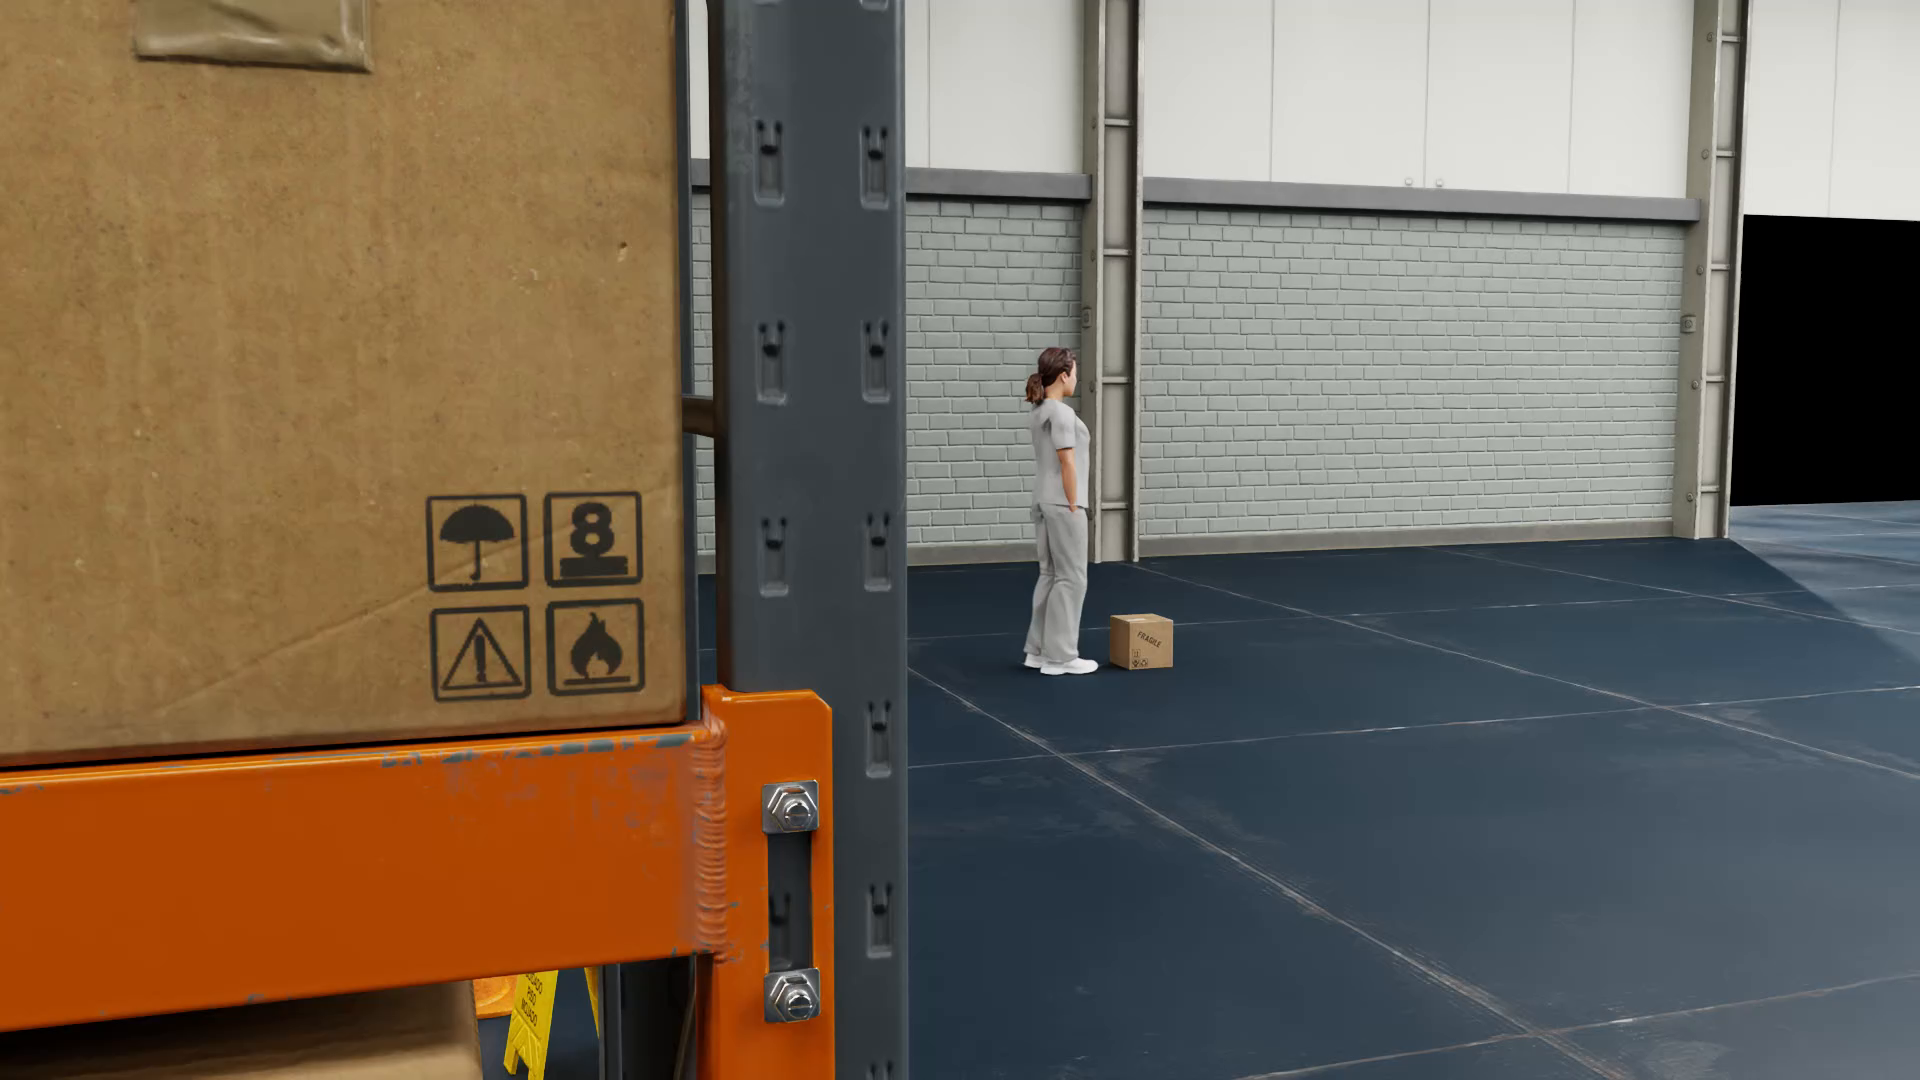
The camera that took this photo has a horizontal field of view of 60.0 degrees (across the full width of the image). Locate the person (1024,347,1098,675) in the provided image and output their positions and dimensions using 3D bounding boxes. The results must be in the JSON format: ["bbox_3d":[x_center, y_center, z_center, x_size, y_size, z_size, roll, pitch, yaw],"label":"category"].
[{"bbox_3d":[0.496,-0.151,8.569,0.363,1.678,0.438,-2,6,-17],"label":"person"}]
